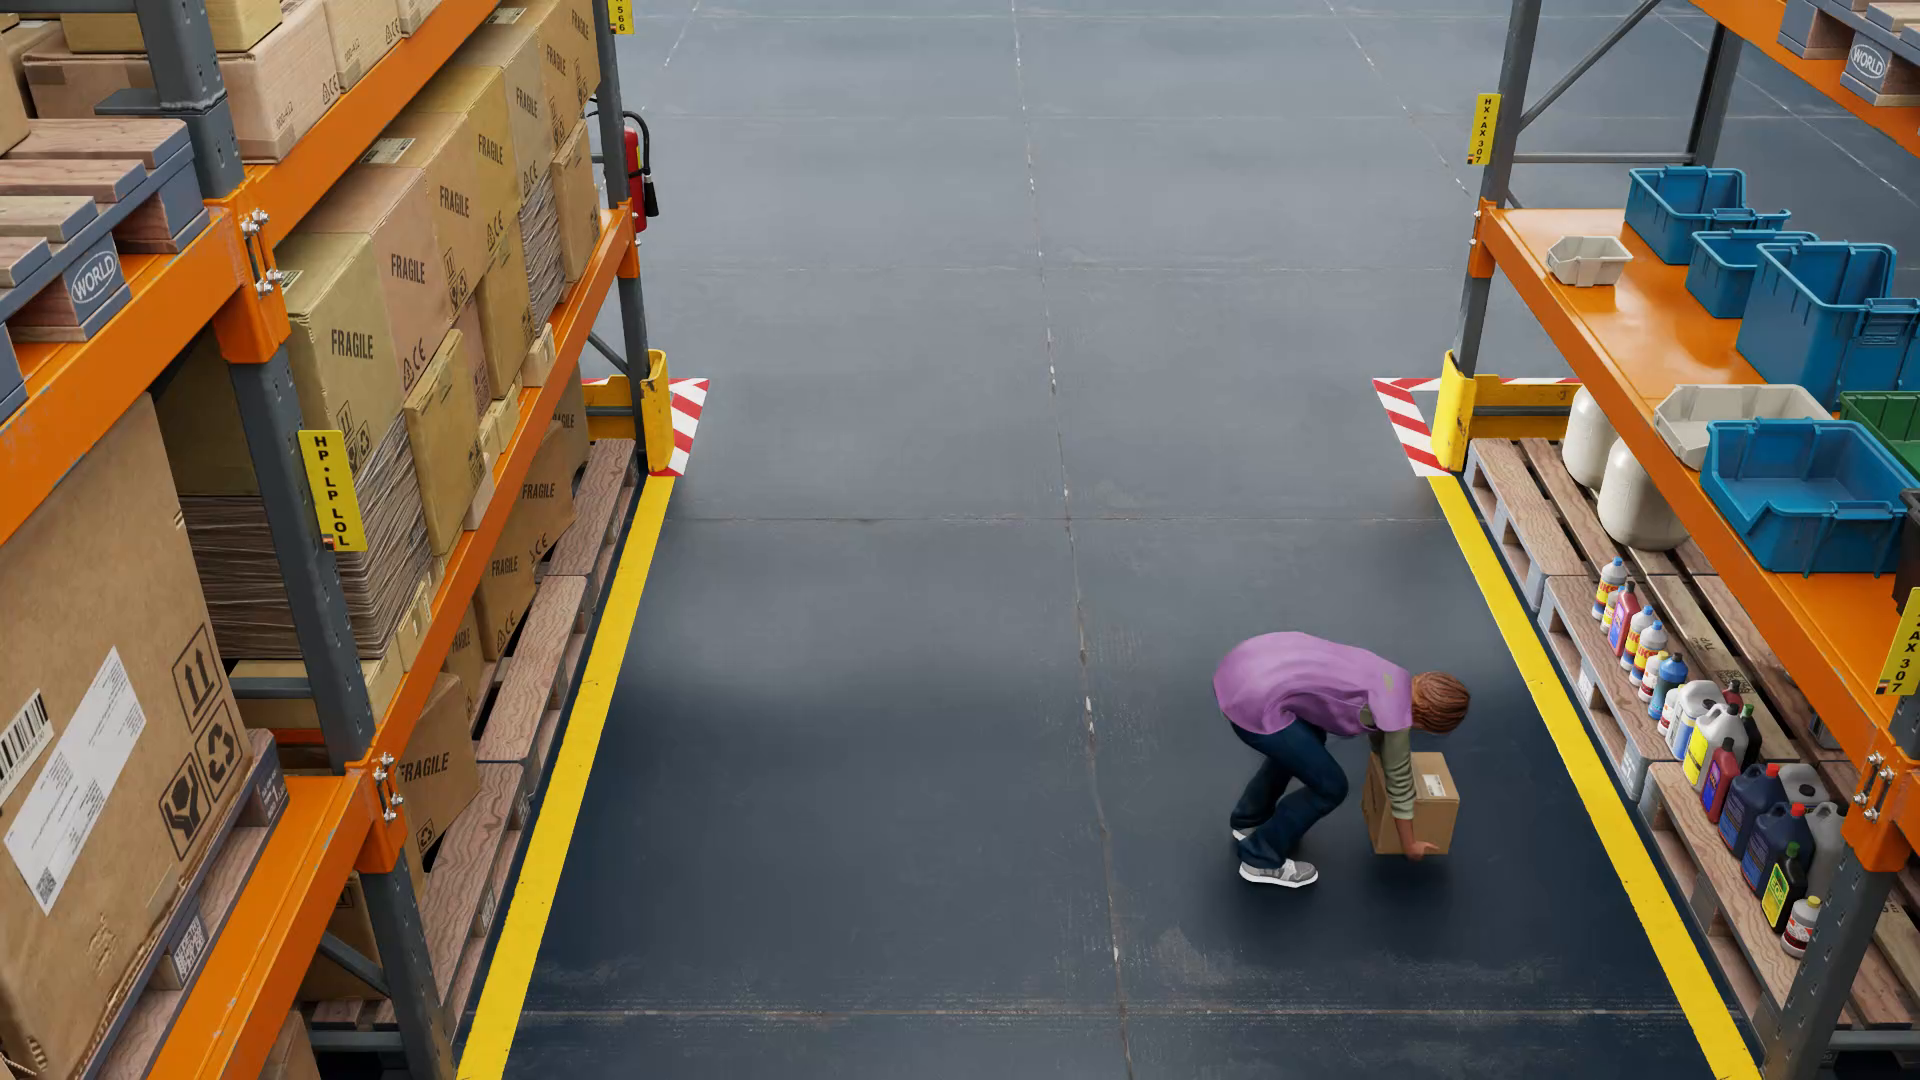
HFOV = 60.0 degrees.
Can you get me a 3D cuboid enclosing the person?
[{"bbox_3d":[1.271,0.742,5.627,0.847,0.887,0.355,-2,32,-3],"label":"person"}]
